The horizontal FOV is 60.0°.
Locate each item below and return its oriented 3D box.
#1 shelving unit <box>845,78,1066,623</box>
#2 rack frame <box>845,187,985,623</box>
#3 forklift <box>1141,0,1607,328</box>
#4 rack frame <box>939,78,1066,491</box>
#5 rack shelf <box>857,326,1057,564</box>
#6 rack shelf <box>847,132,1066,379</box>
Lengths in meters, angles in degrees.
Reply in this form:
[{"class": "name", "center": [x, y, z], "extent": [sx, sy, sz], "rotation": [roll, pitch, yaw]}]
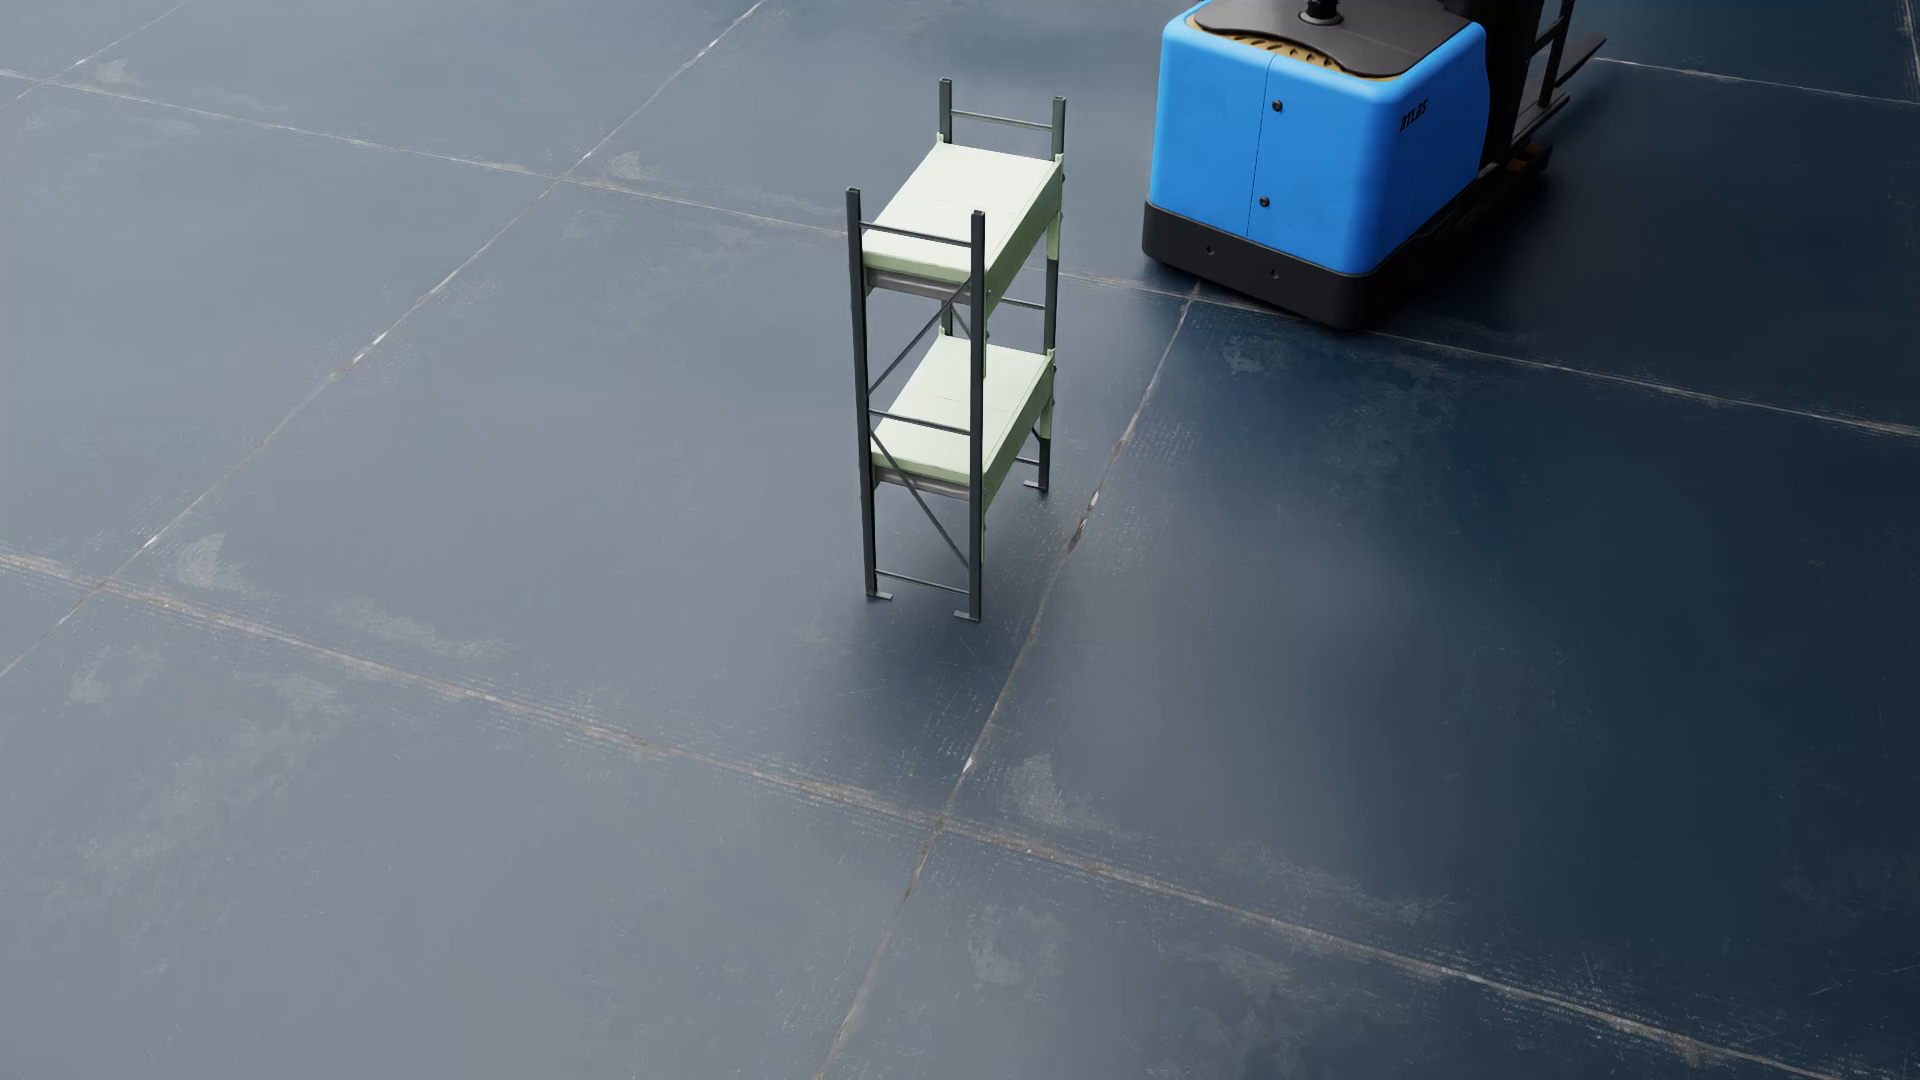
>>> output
[{"class": "shelving unit", "center": [0.002, -0.575, 5.268], "extent": [0.431, 1.500, 0.755], "rotation": [13, 42, 15]}, {"class": "rack frame", "center": [-0.123, -0.351, 5.006], "extent": [0.400, 1.500, 0.023], "rotation": [13, 42, 15]}, {"class": "forklift", "center": [2.076, -2.860, 6.844], "extent": [1.130, 2.935, 3.031], "rotation": [27, 47, 28]}, {"class": "rack frame", "center": [0.127, -0.798, 5.530], "extent": [0.400, 1.500, 0.023], "rotation": [13, 42, 15]}, {"class": "rack shelf", "center": [0.002, -0.327, 5.480], "extent": [0.431, 0.370, 0.720], "rotation": [13, 42, 15]}, {"class": "rack shelf", "center": [0.002, -0.872, 5.015], "extent": [0.431, 0.370, 0.720], "rotation": [13, 42, 15]}]
